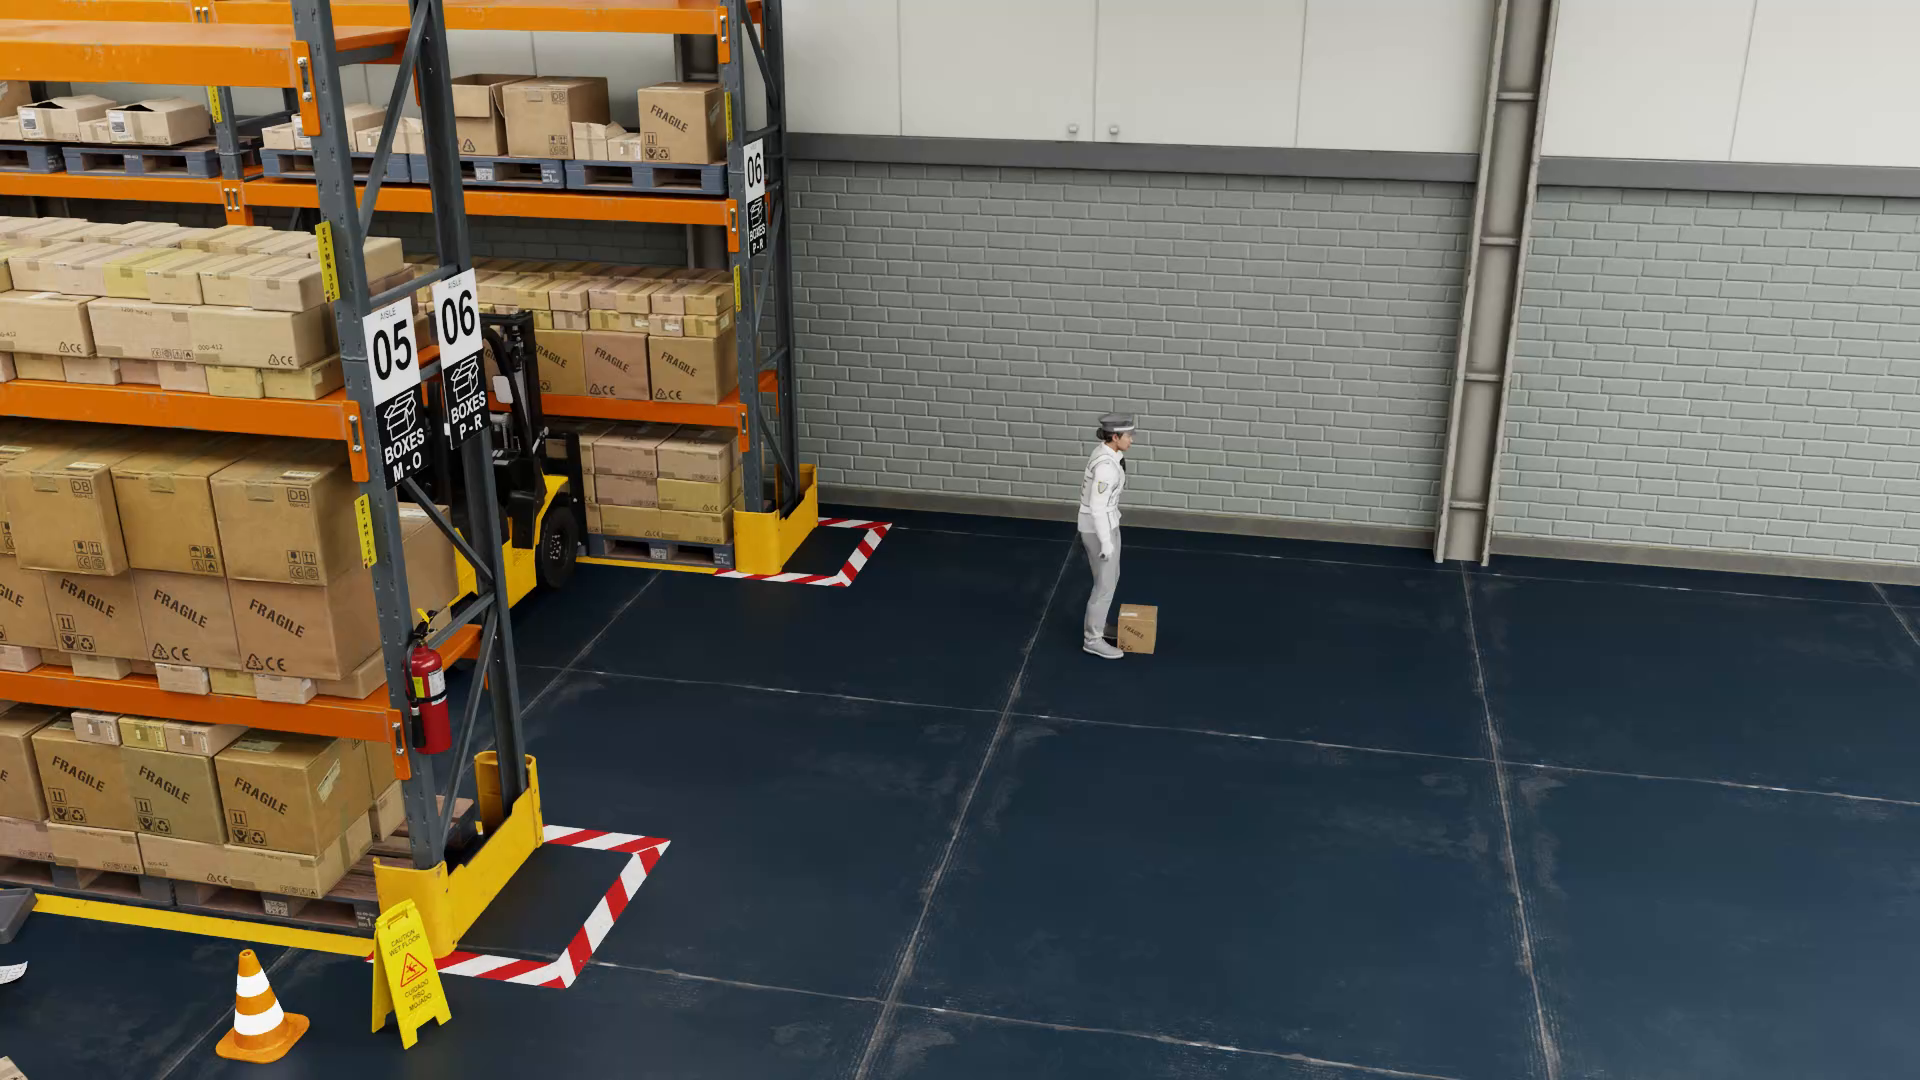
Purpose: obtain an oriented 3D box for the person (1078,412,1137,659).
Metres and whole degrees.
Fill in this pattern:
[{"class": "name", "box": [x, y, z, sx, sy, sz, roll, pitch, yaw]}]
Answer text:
[{"class": "person", "box": [0.979, -0.059, 11.229, 0.372, 1.663, 0.528, 4, 22, 9]}]
